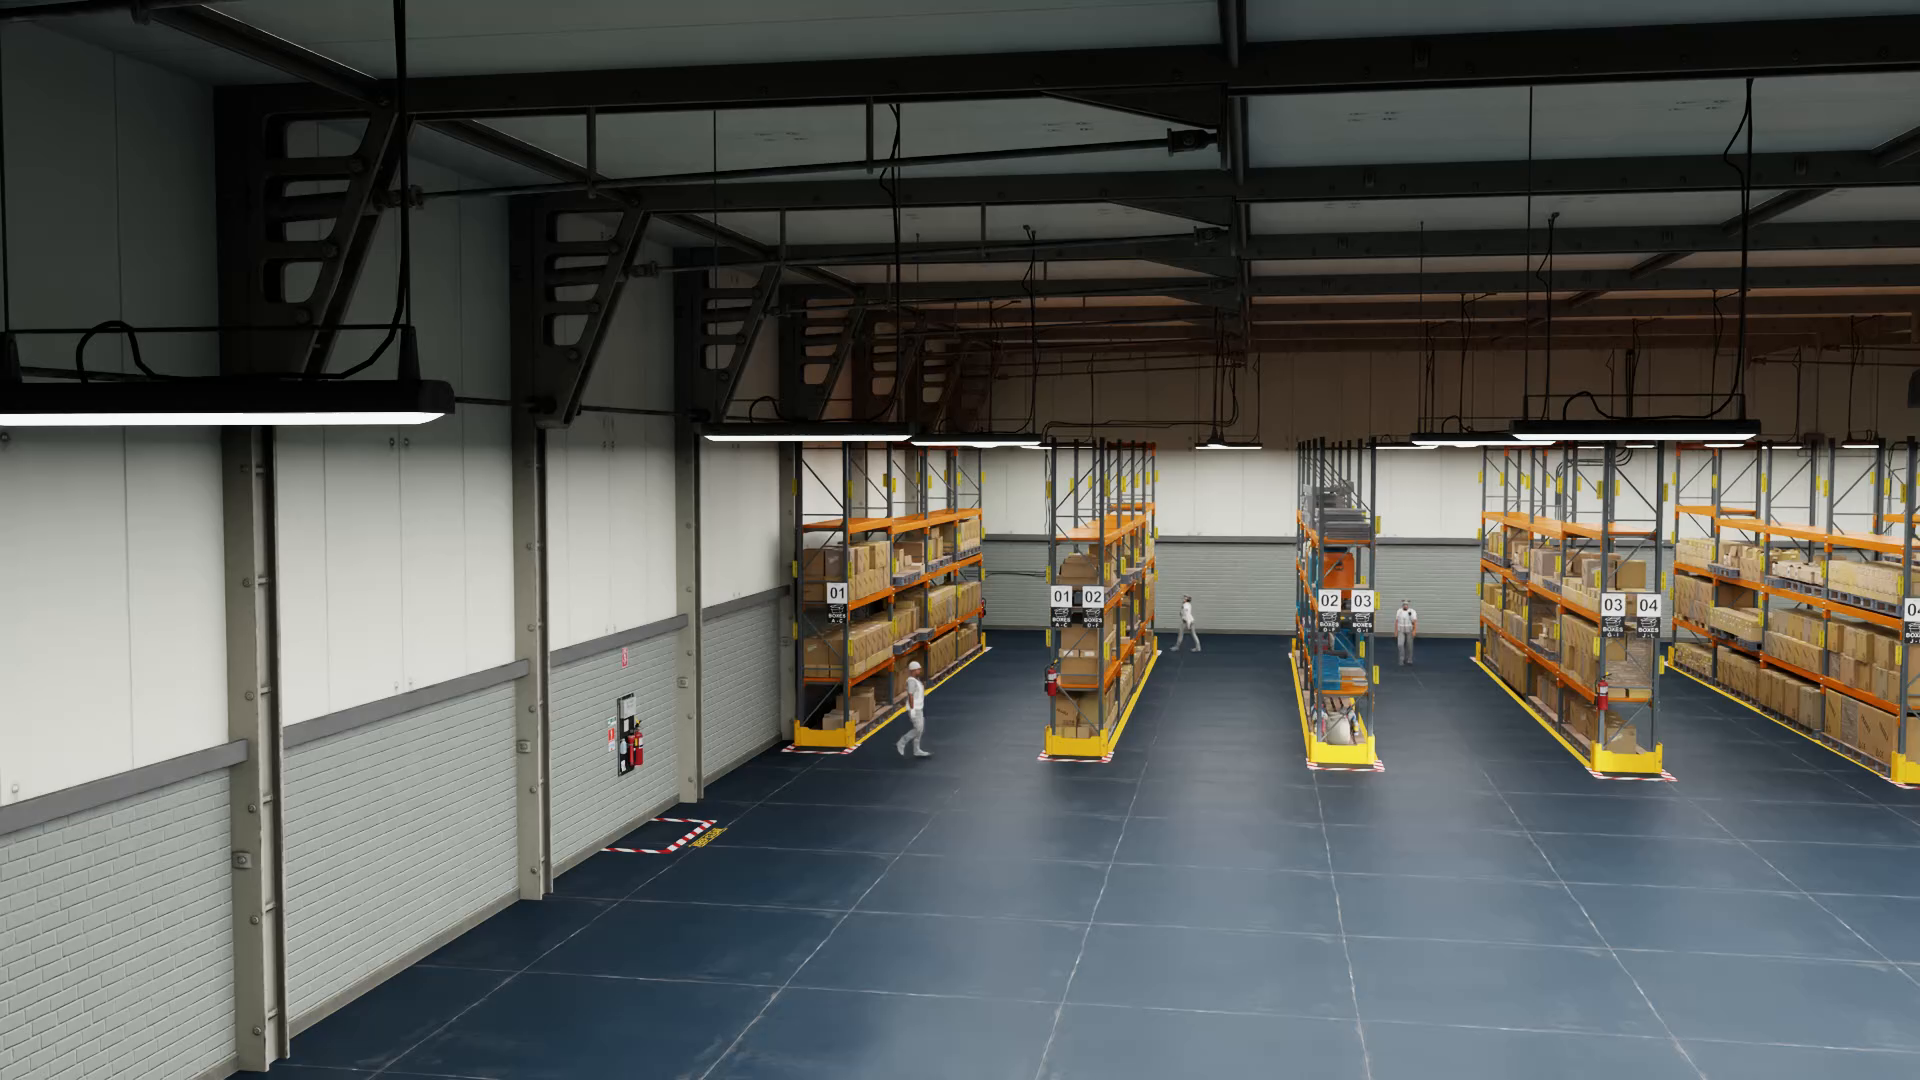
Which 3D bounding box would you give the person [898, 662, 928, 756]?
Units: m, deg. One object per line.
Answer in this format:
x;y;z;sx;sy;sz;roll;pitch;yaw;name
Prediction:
-0.874;3.167;31.174;0.564;1.778;0.575;0;3;5;person

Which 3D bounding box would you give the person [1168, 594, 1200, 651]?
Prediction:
6.476;2.356;47.757;0.992;1.621;0.464;2;4;39;person

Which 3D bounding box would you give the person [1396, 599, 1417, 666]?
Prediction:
12.030;2.488;44.846;0.585;1.778;0.615;1;3;25;person
